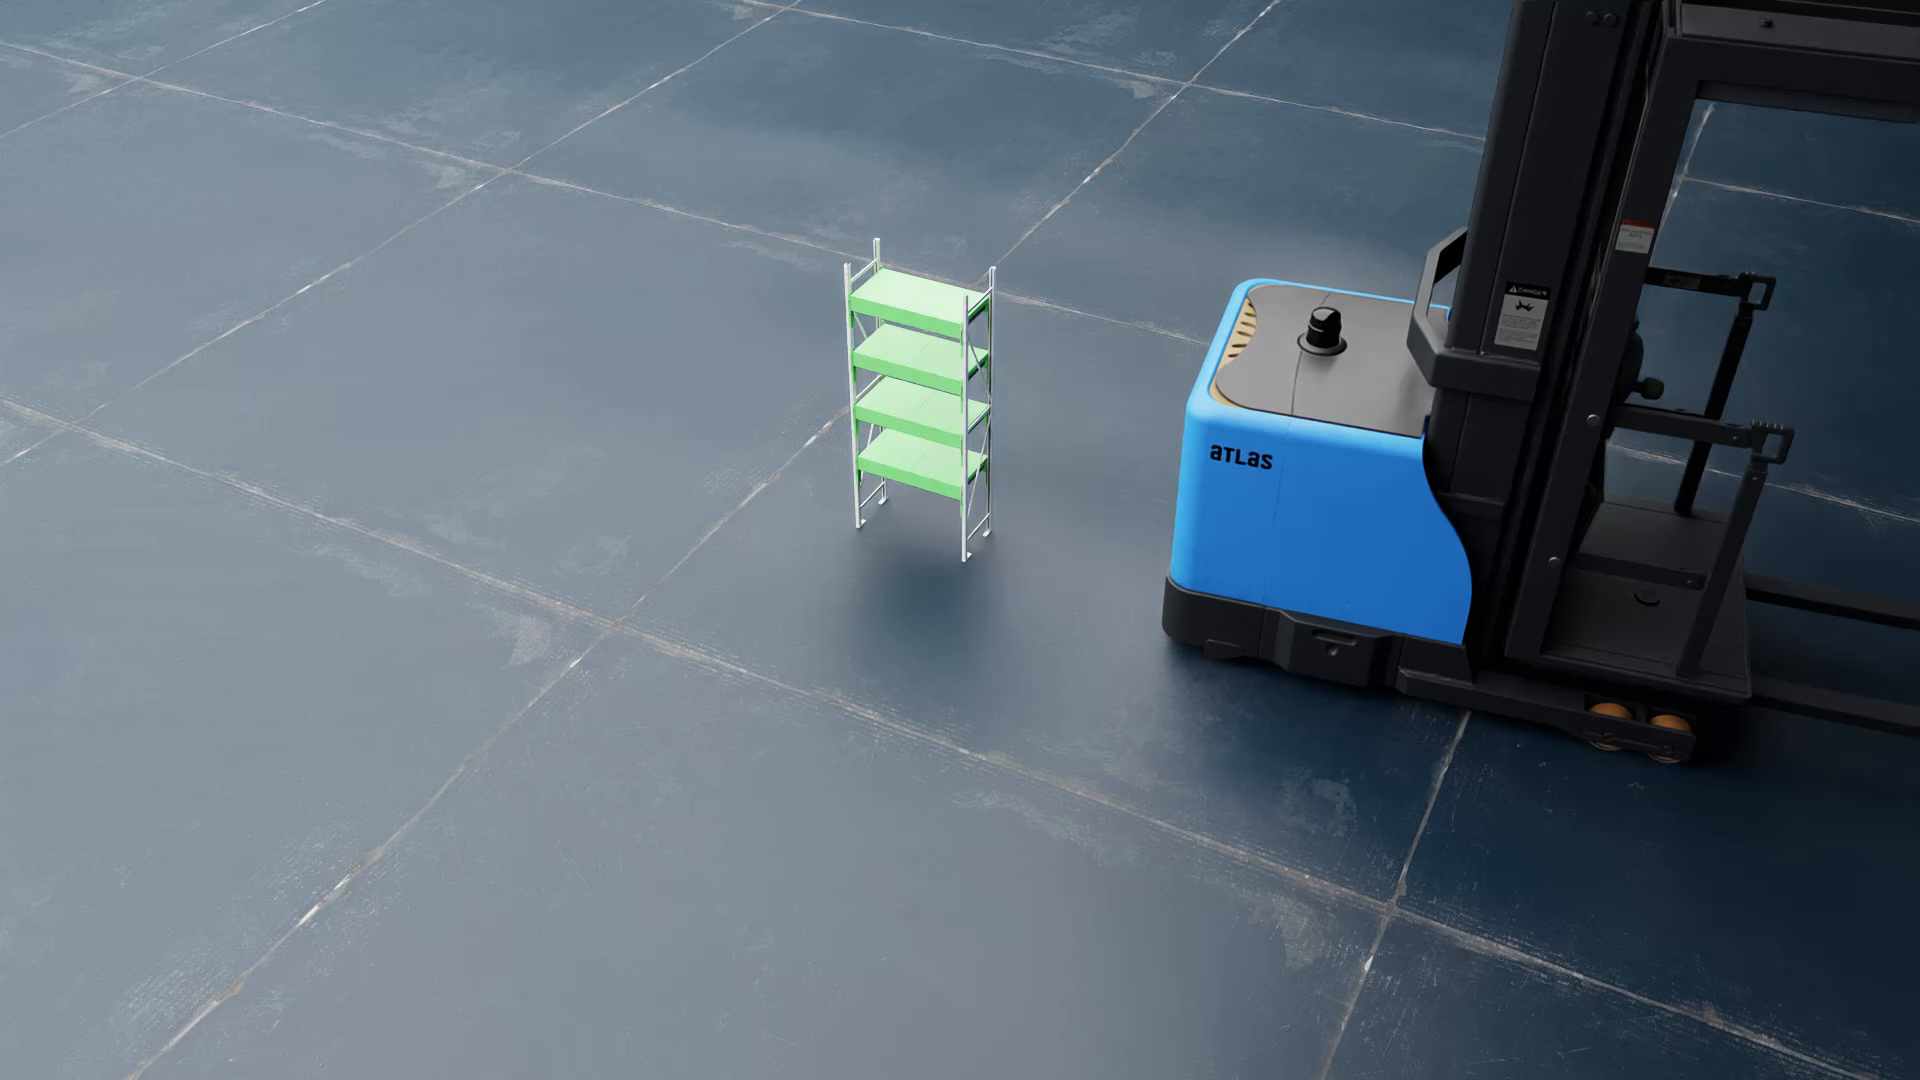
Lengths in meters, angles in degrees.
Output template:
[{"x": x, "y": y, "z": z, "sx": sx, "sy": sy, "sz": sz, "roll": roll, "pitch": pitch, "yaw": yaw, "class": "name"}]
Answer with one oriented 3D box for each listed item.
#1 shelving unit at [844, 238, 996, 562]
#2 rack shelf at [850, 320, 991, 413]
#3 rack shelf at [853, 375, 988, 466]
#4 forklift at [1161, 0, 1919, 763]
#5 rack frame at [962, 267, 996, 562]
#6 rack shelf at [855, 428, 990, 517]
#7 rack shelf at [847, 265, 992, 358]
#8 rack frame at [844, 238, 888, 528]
[{"x": -0.147, "y": -0.524, "z": 6.448, "sx": 0.503, "sy": 1.200, "sz": 0.258, "roll": 17, "pitch": 41, "yaw": 21, "class": "shelving unit"}, {"x": -0.147, "y": -0.664, "z": 6.341, "sx": 0.480, "sy": 0.148, "sz": 0.258, "roll": 17, "pitch": 41, "yaw": 21, "class": "rack shelf"}, {"x": -0.147, "y": -0.473, "z": 6.487, "sx": 0.480, "sy": 0.148, "sz": 0.258, "roll": 17, "pitch": 41, "yaw": 21, "class": "rack shelf"}, {"x": 2.328, "y": -0.762, "z": 5.329, "sx": 3.031, "sy": 2.935, "sz": 1.130, "roll": 11, "pitch": 39, "yaw": 15, "class": "forklift"}, {"x": 0.070, "y": -0.456, "z": 6.358, "sx": 0.015, "sy": 1.200, "sz": 0.240, "roll": 17, "pitch": 41, "yaw": 21, "class": "rack frame"}, {"x": -0.147, "y": -0.282, "z": 6.632, "sx": 0.480, "sy": 0.148, "sz": 0.258, "roll": 17, "pitch": 41, "yaw": 21, "class": "rack shelf"}, {"x": -0.147, "y": -0.855, "z": 6.196, "sx": 0.480, "sy": 0.148, "sz": 0.258, "roll": 17, "pitch": 41, "yaw": 21, "class": "rack shelf"}, {"x": -0.364, "y": -0.592, "z": 6.537, "sx": 0.015, "sy": 1.200, "sz": 0.240, "roll": 17, "pitch": 41, "yaw": 21, "class": "rack frame"}]
